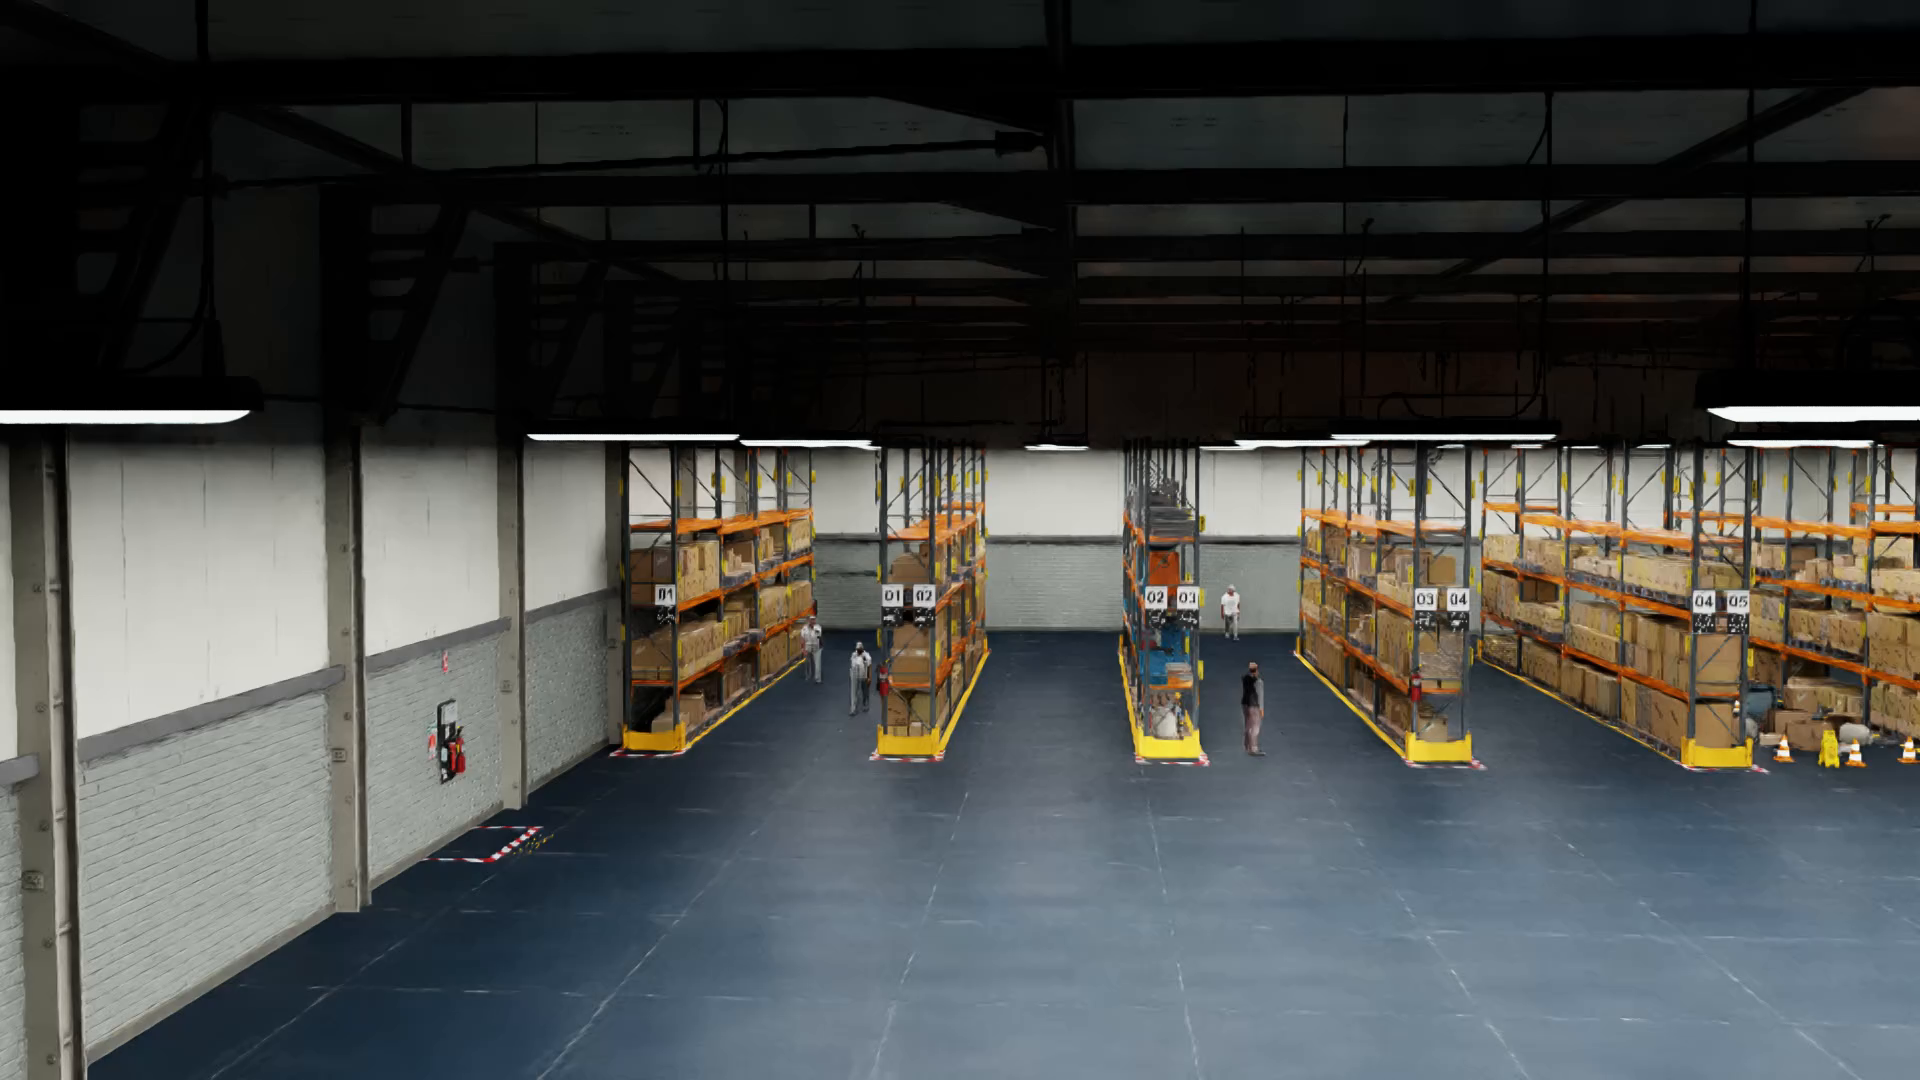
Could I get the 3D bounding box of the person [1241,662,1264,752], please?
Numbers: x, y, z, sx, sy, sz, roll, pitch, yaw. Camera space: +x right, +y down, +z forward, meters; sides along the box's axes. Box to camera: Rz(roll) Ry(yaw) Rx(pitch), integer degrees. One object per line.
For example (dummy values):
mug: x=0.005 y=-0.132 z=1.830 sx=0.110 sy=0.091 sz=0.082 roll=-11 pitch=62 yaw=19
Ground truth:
person: x=5.530 y=3.133 z=31.389 sx=0.362 sy=1.664 sz=0.586 roll=-2 pitch=3 yaw=-27

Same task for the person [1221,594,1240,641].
person: x=8.193 y=2.311 z=50.381 sx=0.567 sy=1.418 sz=1.121 roll=0 pitch=3 yaw=6

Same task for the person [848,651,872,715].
person: x=-2.162 y=3.082 z=36.228 sx=0.478 sy=1.378 sz=1.093 roll=0 pitch=3 yaw=2

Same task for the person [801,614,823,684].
person: x=-3.658 y=2.667 z=40.970 sx=0.536 sy=1.696 sz=1.036 roll=0 pitch=3 yaw=-4
